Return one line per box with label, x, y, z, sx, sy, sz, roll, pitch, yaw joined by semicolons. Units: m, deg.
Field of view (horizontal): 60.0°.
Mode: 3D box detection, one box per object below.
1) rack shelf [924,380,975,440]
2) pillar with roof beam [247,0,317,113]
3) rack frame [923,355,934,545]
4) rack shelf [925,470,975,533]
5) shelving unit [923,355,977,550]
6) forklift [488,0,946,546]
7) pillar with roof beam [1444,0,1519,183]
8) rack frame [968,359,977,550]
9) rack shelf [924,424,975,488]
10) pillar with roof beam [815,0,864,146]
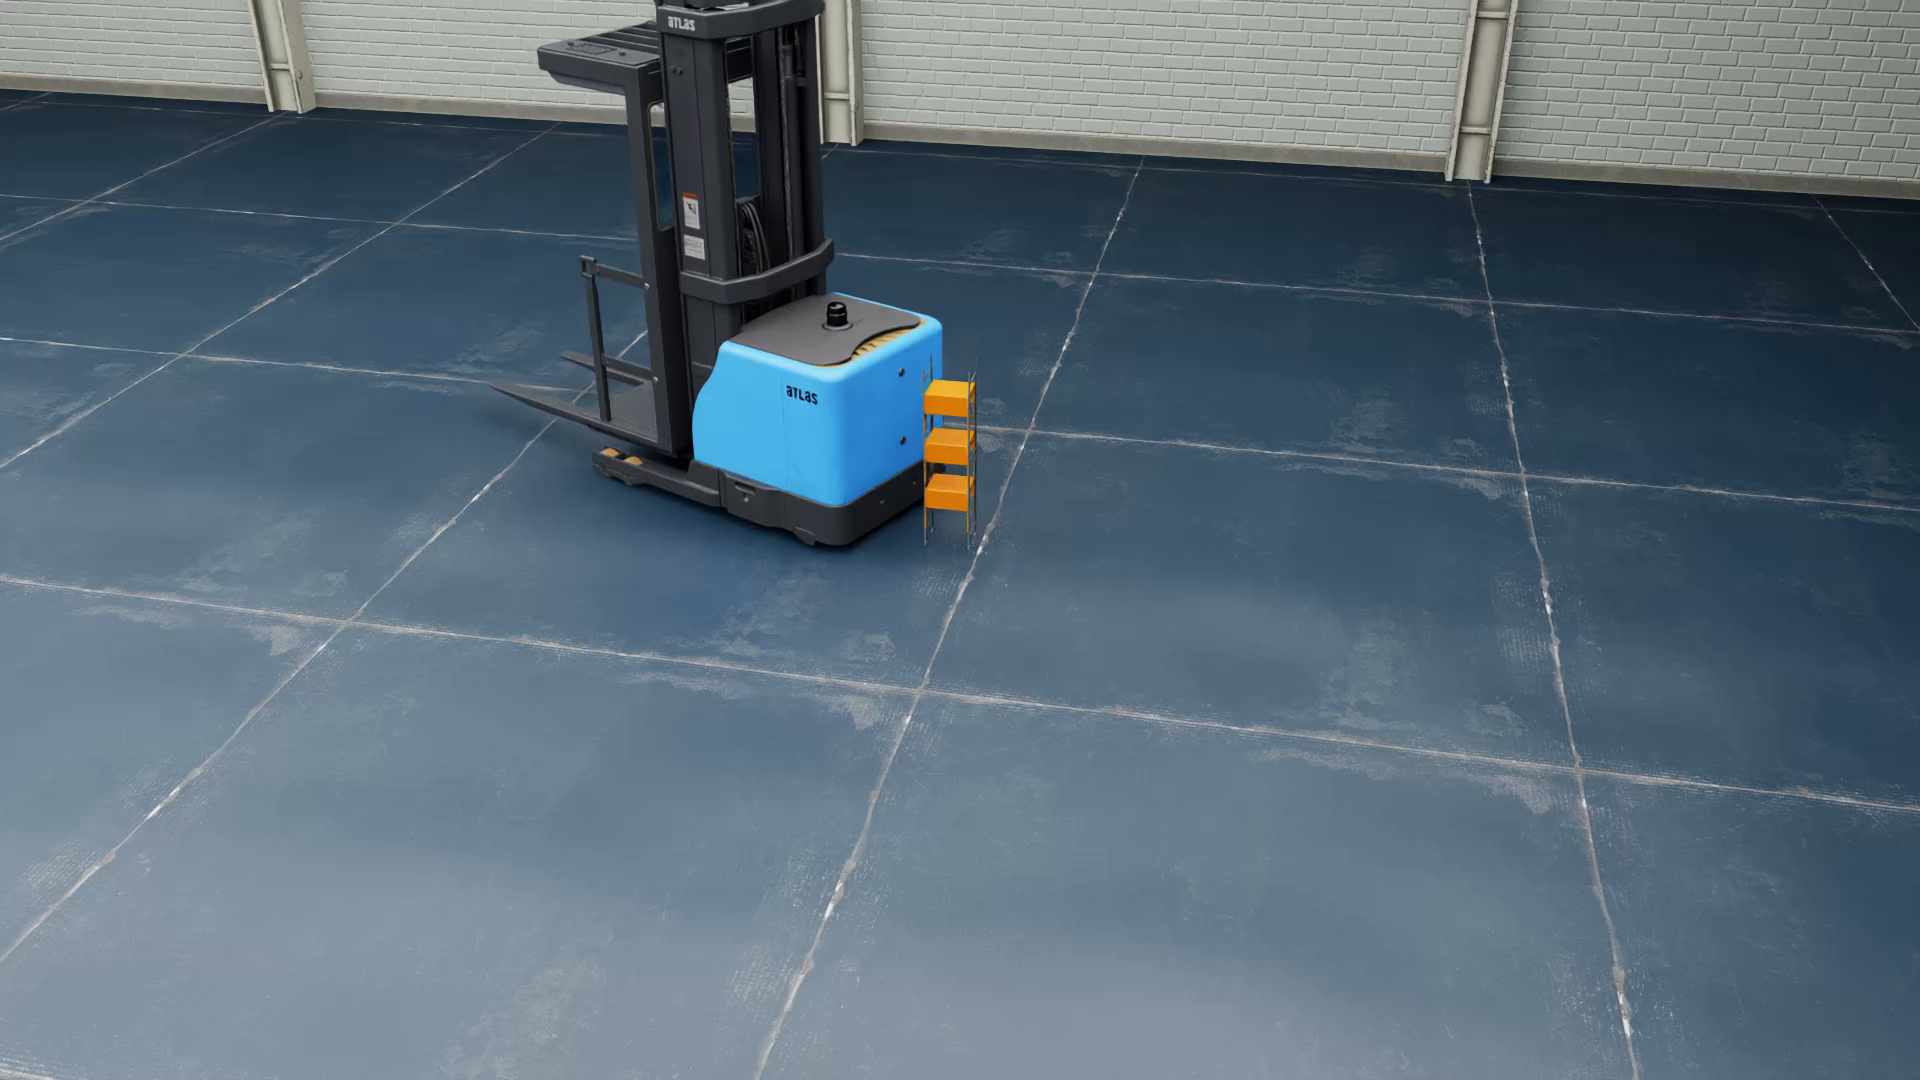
rack shelf;-0.052;-0.705;8.877;0.240;0.259;0.215;6;29;11
pillar with roof beam;-7.944;-6.485;11.724;0.400;9.000;9.100;6;29;11
rack frame;-0.172;-0.478;9.030;0.008;1.050;0.200;6;29;11
rack shelf;-0.052;-0.213;9.146;0.240;0.259;0.215;6;29;11
shelving unit;-0.052;-0.466;9.008;0.252;1.050;0.215;6;29;11
forklift;-1.581;-1.797;9.479;3.031;2.935;1.130;19;34;30
pillar with roof beam;3.792;-5.282;9.526;0.400;9.000;9.100;6;29;11
rack frame;0.067;-0.454;8.985;0.008;1.050;0.200;6;29;11
rack shelf;-0.052;-0.457;9.013;0.240;0.259;0.215;6;29;11
pillar with roof beam;-2.076;-5.883;10.625;0.400;9.000;9.100;6;29;11
